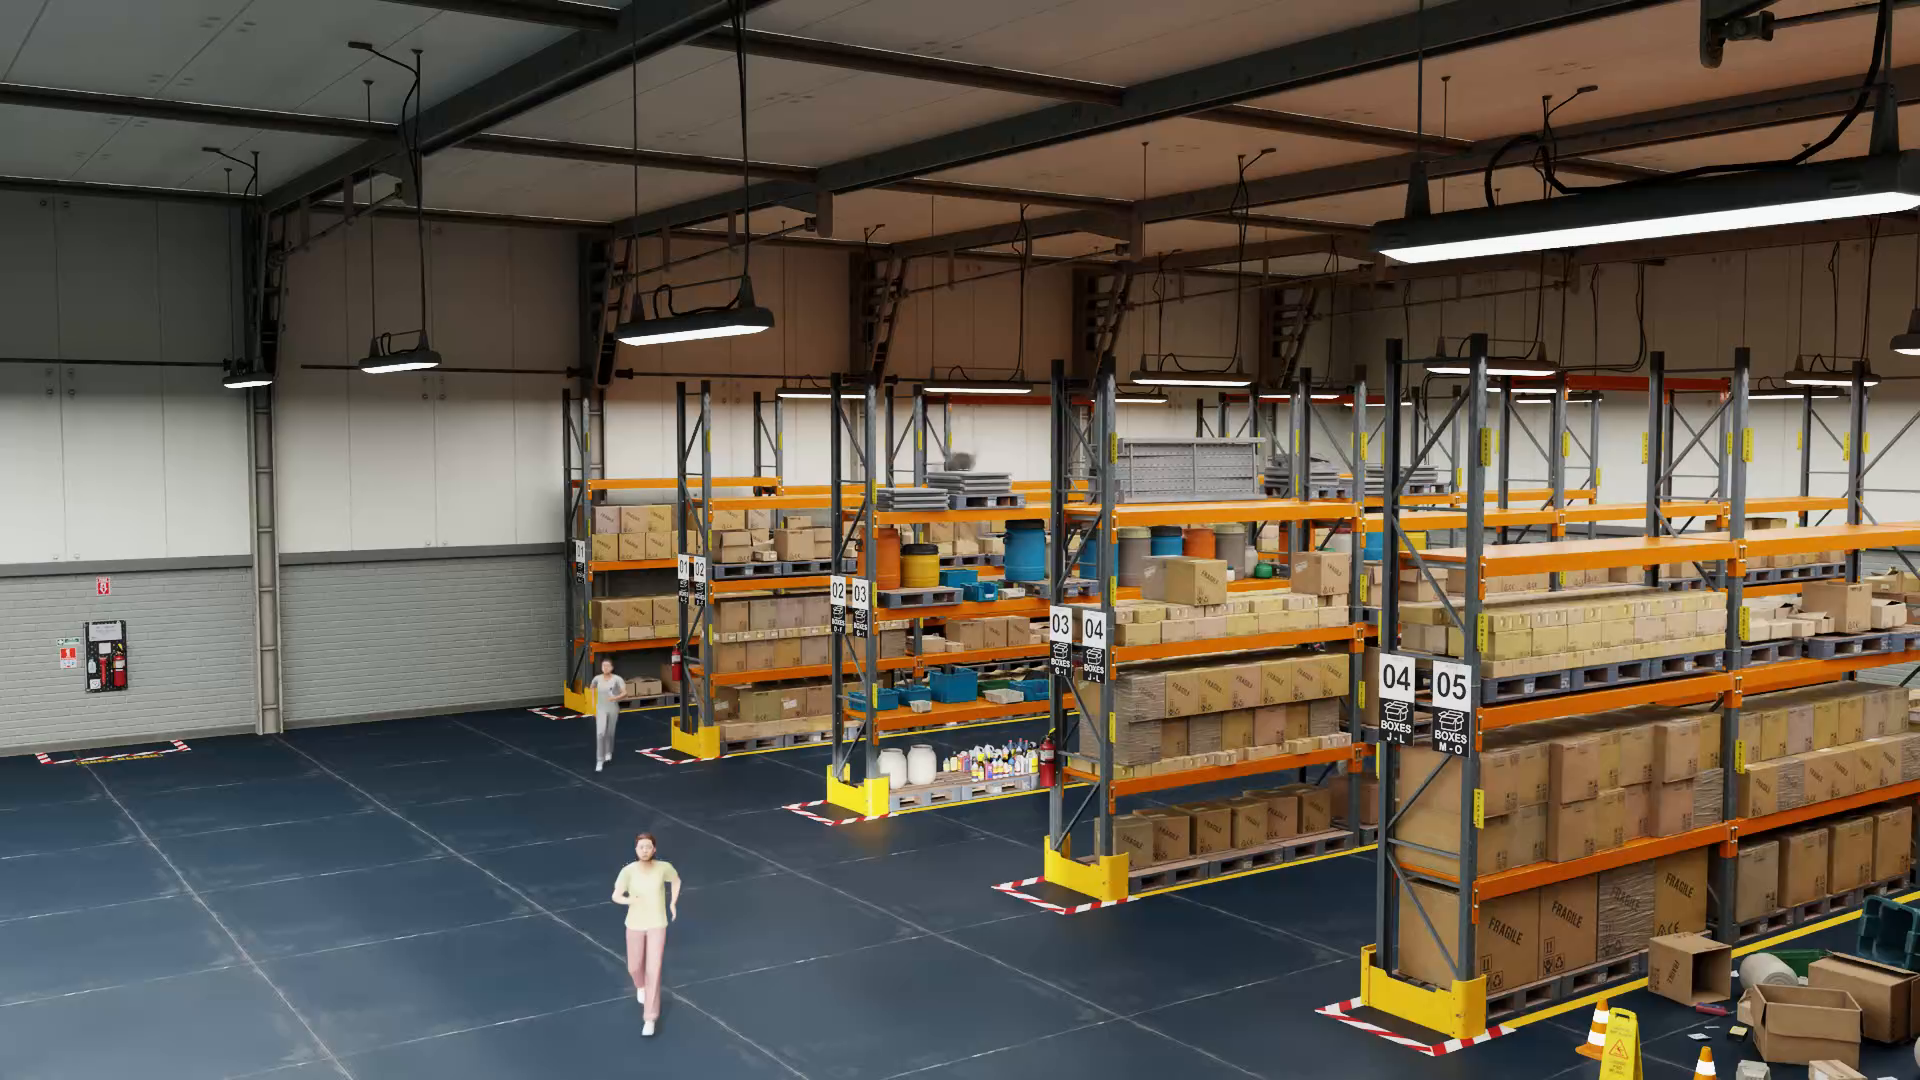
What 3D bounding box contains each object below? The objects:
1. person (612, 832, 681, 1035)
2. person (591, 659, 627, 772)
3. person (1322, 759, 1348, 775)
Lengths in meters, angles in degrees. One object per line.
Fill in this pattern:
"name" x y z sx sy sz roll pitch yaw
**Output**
"person" -2.738 3.378 14.523 0.579 1.647 0.918 0 4 -6
"person" -5.441 2.682 25.778 0.564 1.724 0.784 -1 4 -8
"person" 5.395 2.787 23.626 0.600 1.728 0.583 4 5 44
